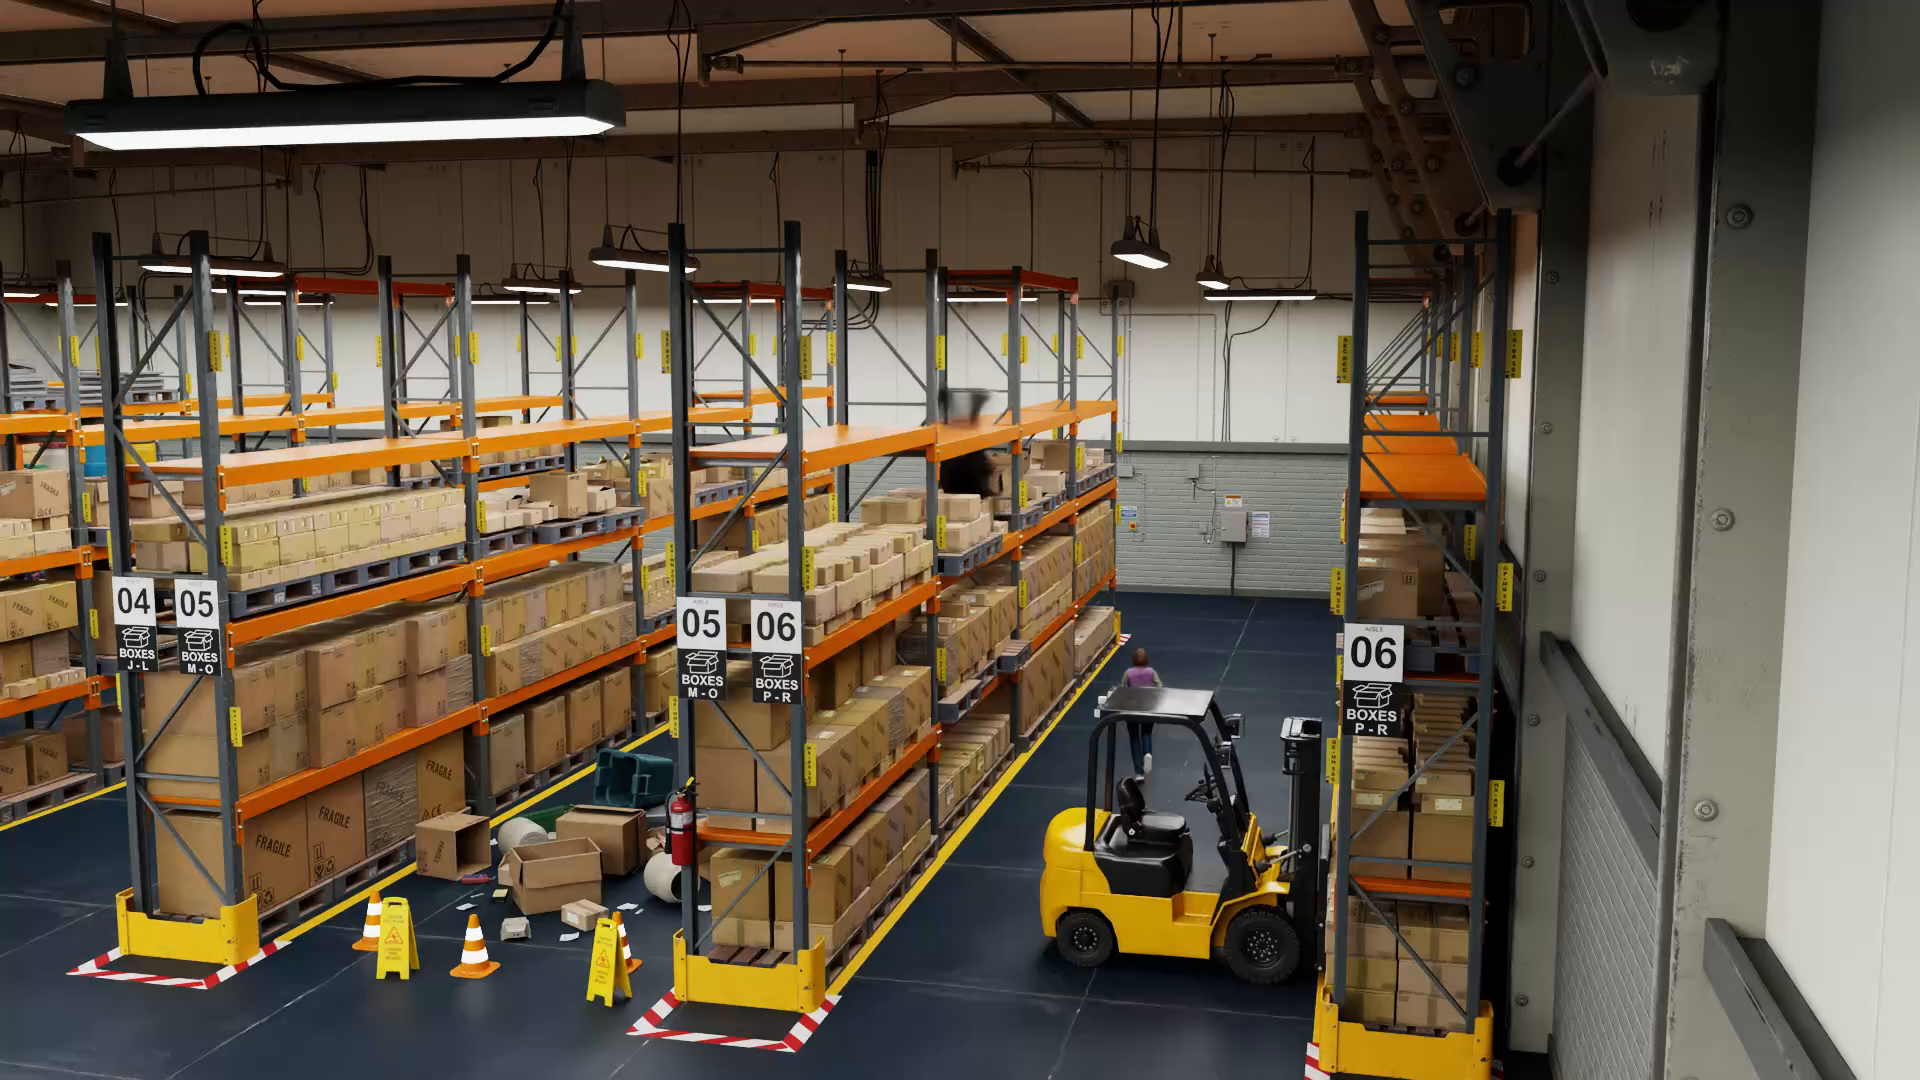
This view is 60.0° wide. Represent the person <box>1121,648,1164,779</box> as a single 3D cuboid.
[{"bbox_3d":[2.129,2.027,19.501,0.542,1.565,0.532,0,7,3],"label":"person"}]

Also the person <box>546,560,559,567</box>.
[{"bbox_3d":[-6.388,1.149,26.330,0.608,1.702,0.717,1,7,10],"label":"person"}]
